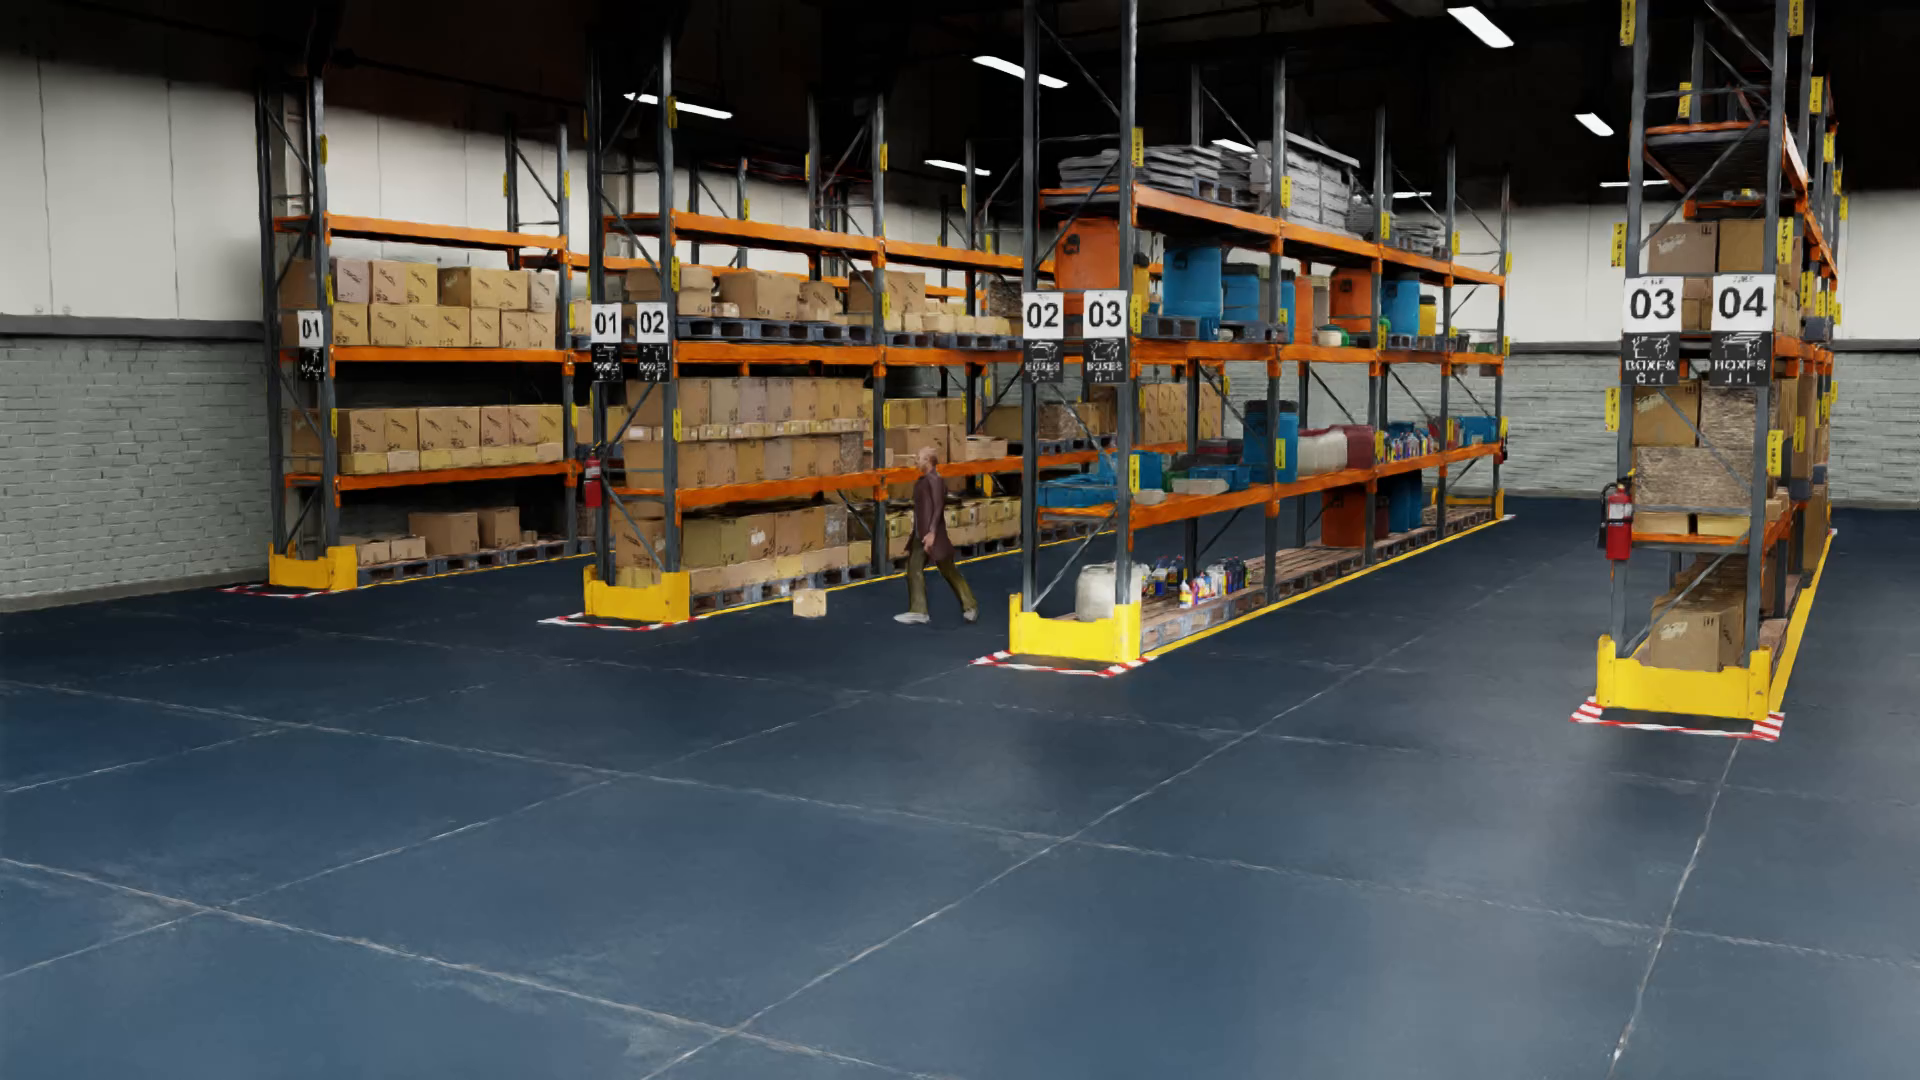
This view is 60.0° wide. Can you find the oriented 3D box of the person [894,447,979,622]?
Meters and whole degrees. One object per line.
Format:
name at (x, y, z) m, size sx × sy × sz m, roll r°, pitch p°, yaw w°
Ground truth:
person at (-0.225, -0.051, 16.653) m, size 0.829 × 1.753 × 0.701 m, roll -2°, pitch 6°, yaw -17°
